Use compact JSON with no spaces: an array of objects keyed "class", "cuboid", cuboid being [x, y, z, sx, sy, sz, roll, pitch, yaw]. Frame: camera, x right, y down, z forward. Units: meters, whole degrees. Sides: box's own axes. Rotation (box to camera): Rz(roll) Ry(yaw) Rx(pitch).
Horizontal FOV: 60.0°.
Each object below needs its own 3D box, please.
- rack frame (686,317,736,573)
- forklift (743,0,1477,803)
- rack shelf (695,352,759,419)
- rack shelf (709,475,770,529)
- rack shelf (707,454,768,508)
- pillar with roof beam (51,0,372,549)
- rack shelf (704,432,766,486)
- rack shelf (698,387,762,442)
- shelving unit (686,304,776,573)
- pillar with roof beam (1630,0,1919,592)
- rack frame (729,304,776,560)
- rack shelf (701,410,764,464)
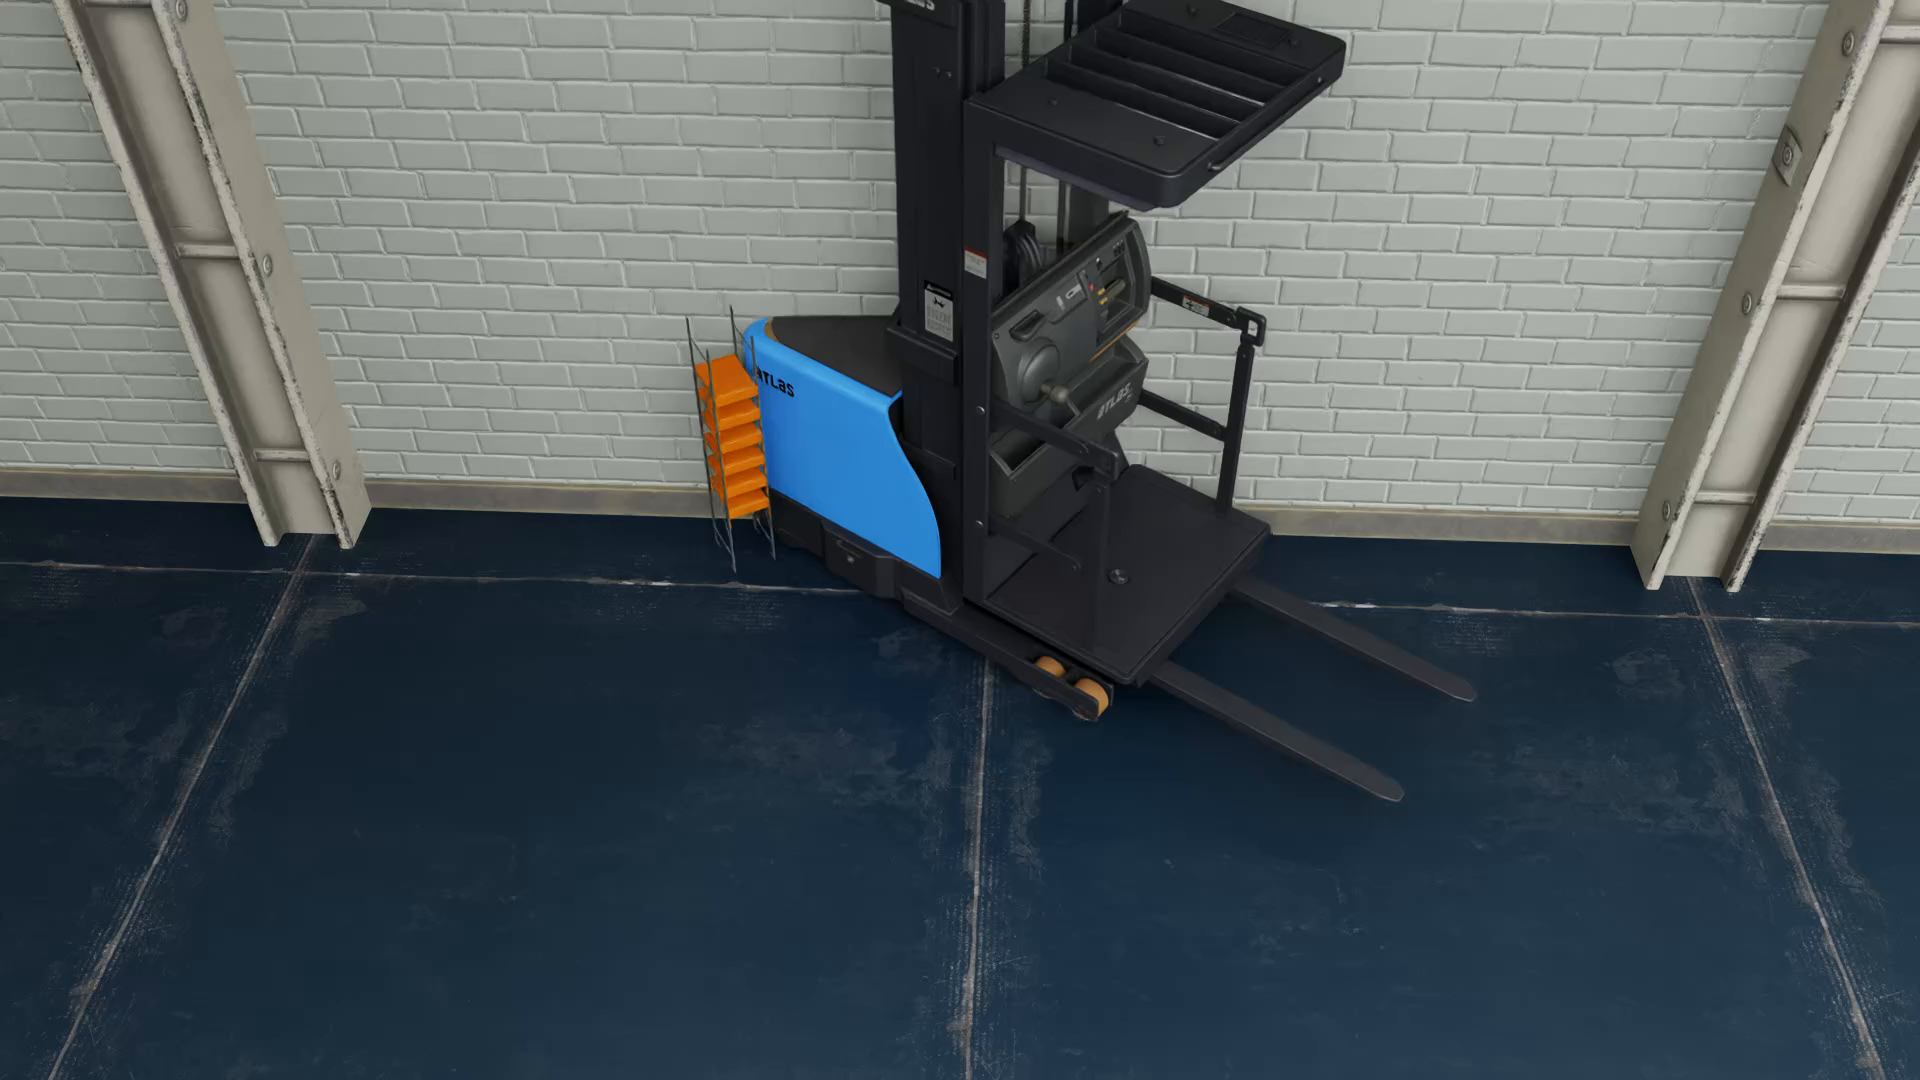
[{"class":"rack frame","cuboid":[-1.020,-0.365,6.844,0.006,1.200,0.240,-19,47,-20]},{"class":"forklift","cuboid":[0.585,-0.774,6.016,3.031,2.935,1.130,28,50,27]},{"class":"rack shelf","cuboid":[-0.937,-0.622,6.657,0.180,0.103,0.258,-19,47,-20]},{"class":"rack shelf","cuboid":[-0.940,-0.187,7.071,0.180,0.103,0.258,-19,47,-20]},{"class":"rack shelf","cuboid":[-0.940,-0.274,6.988,0.180,0.103,0.258,-19,47,-20]},{"class":"pillar with roof beam","cuboid":[-3.050,-0.435,1.200,0.400,9.000,9.100,2,43,2]},{"class":"rack shelf","cuboid":[-0.939,-0.361,6.905,0.180,0.103,0.258,-19,47,-20]},{"class":"rack shelf","cuboid":[-0.938,-0.535,6.740,0.180,0.103,0.258,-19,47,-20]},{"class":"shelving unit","cuboid":[-0.939,-0.393,6.875,0.189,1.200,0.258,-19,47,-20]},{"class":"pillar with roof beam","cuboid":[2.944,-0.250,1.002,0.400,9.000,9.100,2,43,2]},{"class":"rack frame","cuboid":[-0.857,-0.422,6.905,0.006,1.200,0.240,-19,47,-20]},{"class":"rack shelf","cuboid":[-0.939,-0.448,6.823,0.180,0.103,0.258,-19,47,-20]}]
